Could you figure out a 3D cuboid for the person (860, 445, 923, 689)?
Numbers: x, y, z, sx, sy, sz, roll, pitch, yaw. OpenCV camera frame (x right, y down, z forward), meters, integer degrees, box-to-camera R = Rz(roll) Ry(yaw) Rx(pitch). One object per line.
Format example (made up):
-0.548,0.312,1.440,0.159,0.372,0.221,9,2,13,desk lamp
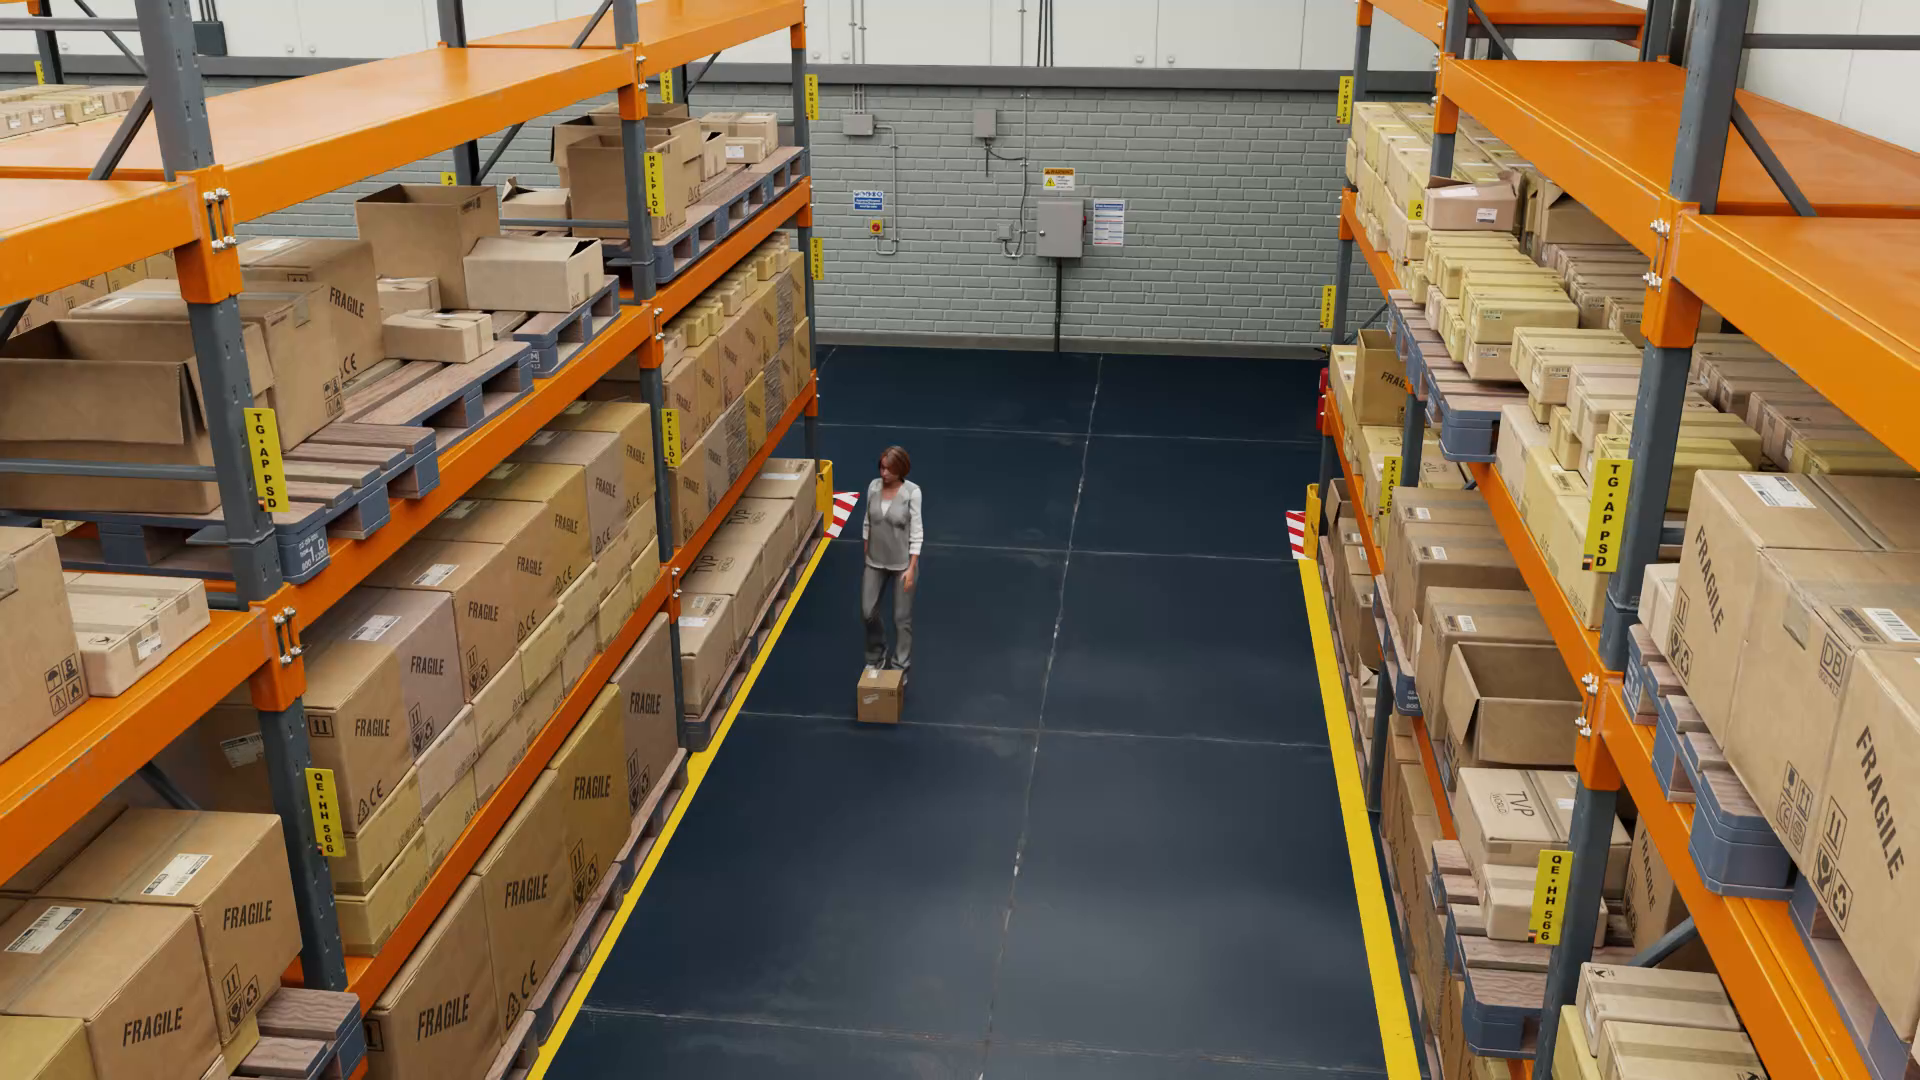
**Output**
-0.447,0.206,10.576,0.438,1.638,0.434,7,22,17,person
